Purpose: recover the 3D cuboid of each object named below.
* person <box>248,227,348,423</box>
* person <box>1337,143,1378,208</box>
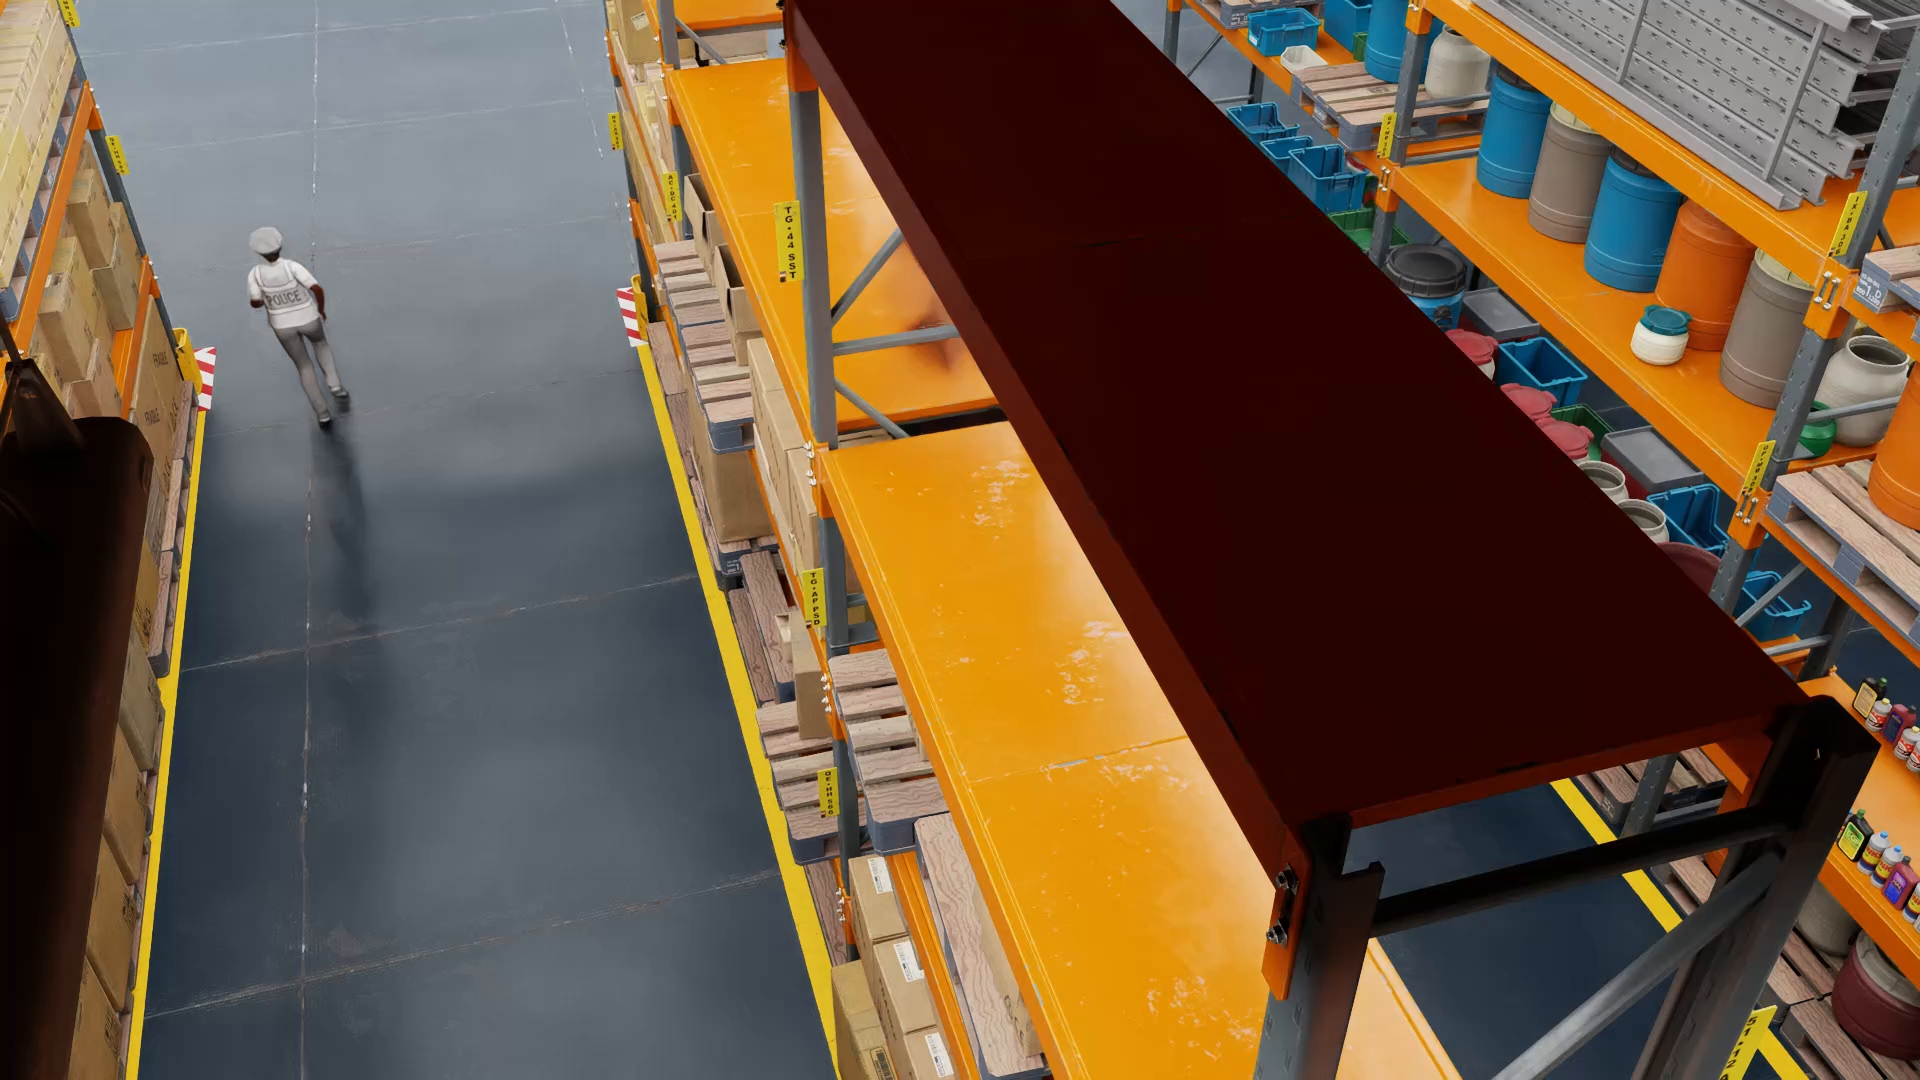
[{"bbox_3d":[-5.489,-1.766,13.736,0.576,1.729,0.711,-15,41,-18],"label":"person"},{"bbox_3d":[3.884,-3.621,16.000,0.696,1.727,0.561,-22,43,-25],"label":"person"}]
